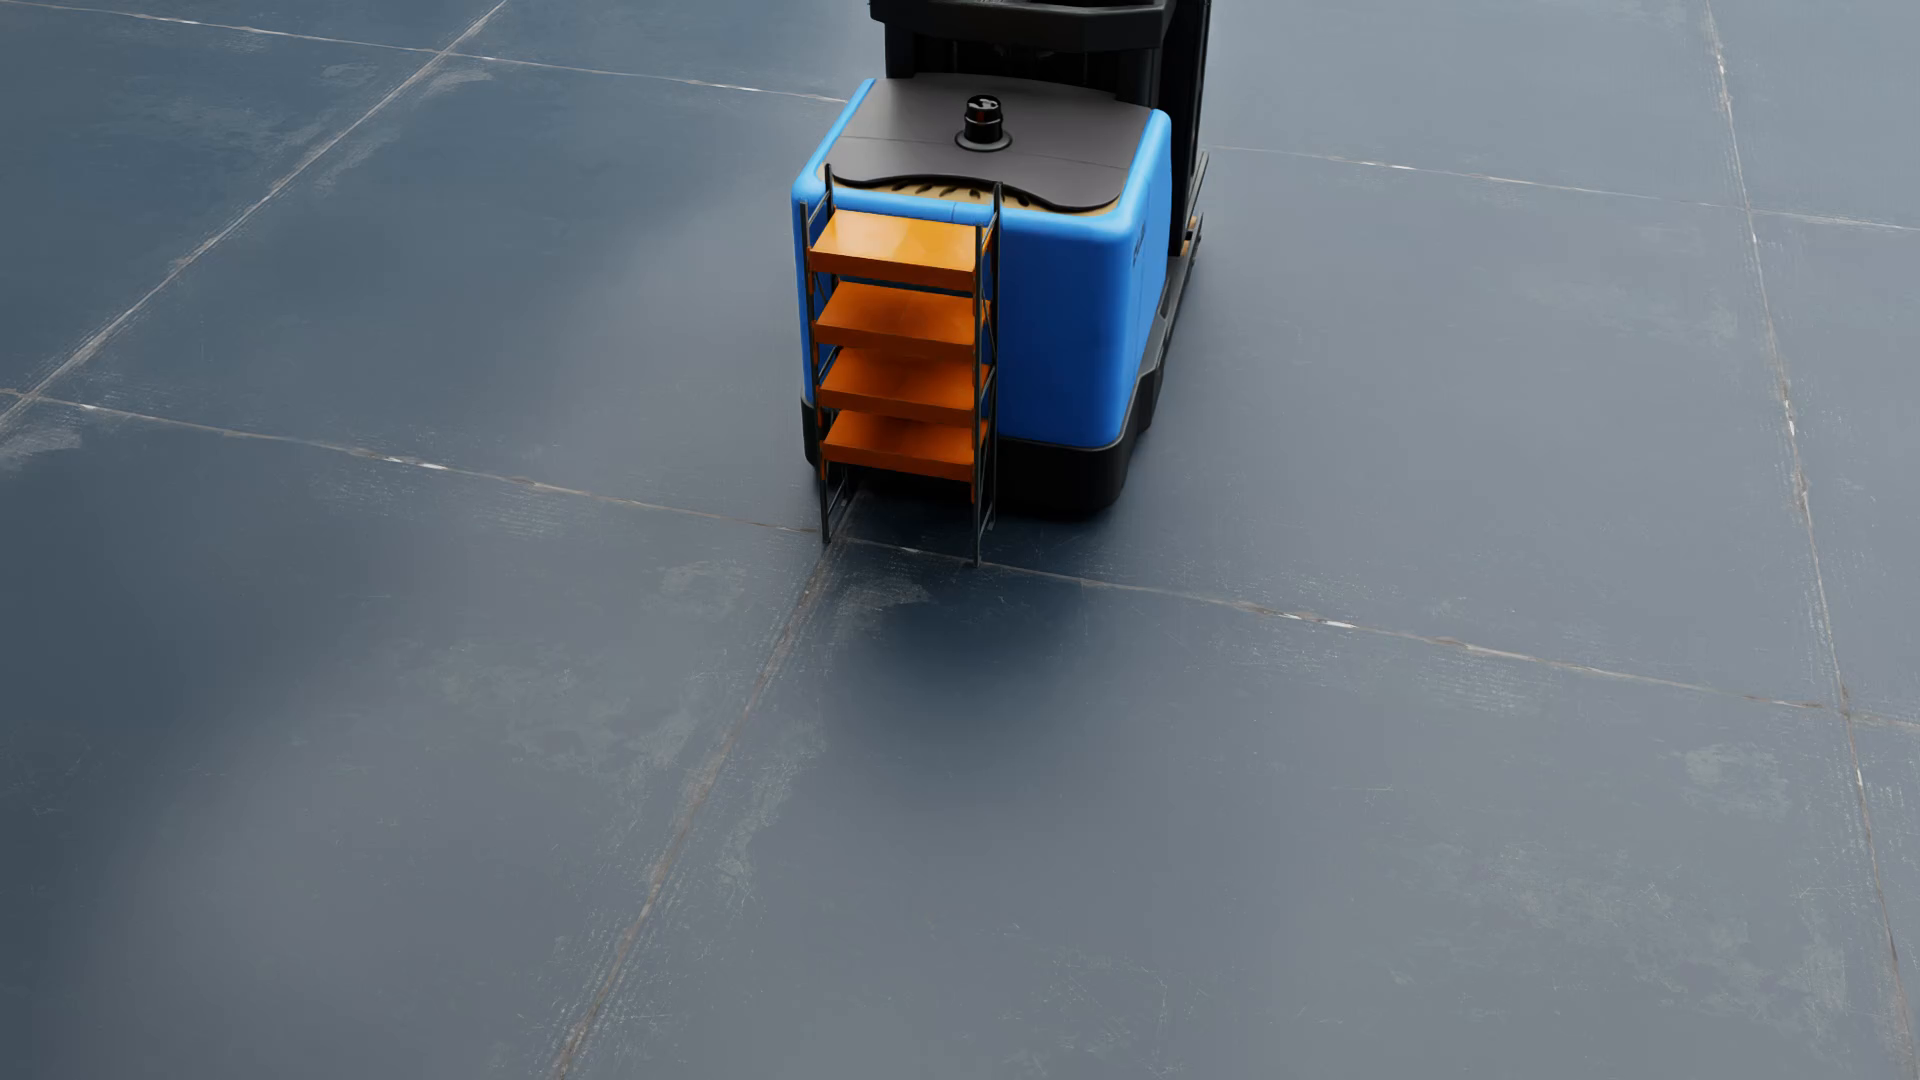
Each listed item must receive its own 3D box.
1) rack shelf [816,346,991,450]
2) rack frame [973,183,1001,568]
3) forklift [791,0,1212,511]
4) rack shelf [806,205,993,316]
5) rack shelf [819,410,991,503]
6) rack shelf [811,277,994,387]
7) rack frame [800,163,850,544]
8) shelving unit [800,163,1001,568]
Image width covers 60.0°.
[{"bbox_3d":[-0.160,-0.434,4.960,0.480,0.148,0.258,9,41,11],"label":"rack shelf"},{"bbox_3d":[0.077,-0.447,4.871,0.015,1.200,0.240,9,41,11],"label":"rack frame"},{"bbox_3d":[0.340,-2.170,5.577,1.130,2.935,3.031,9,41,11],"label":"forklift"},{"bbox_3d":[-0.160,-0.786,4.664,0.480,0.148,0.258,9,41,11],"label":"rack shelf"},{"bbox_3d":[-0.160,-0.282,5.087,0.480,0.148,0.258,9,41,11],"label":"rack shelf"},{"bbox_3d":[-0.160,-0.605,4.816,0.480,0.148,0.258,9,41,11],"label":"rack shelf"},{"bbox_3d":[-0.397,-0.523,4.962,0.015,1.200,0.240,9,41,11],"label":"rack frame"},{"bbox_3d":[-0.160,-0.485,4.916,0.503,1.200,0.258,9,41,11],"label":"shelving unit"}]
